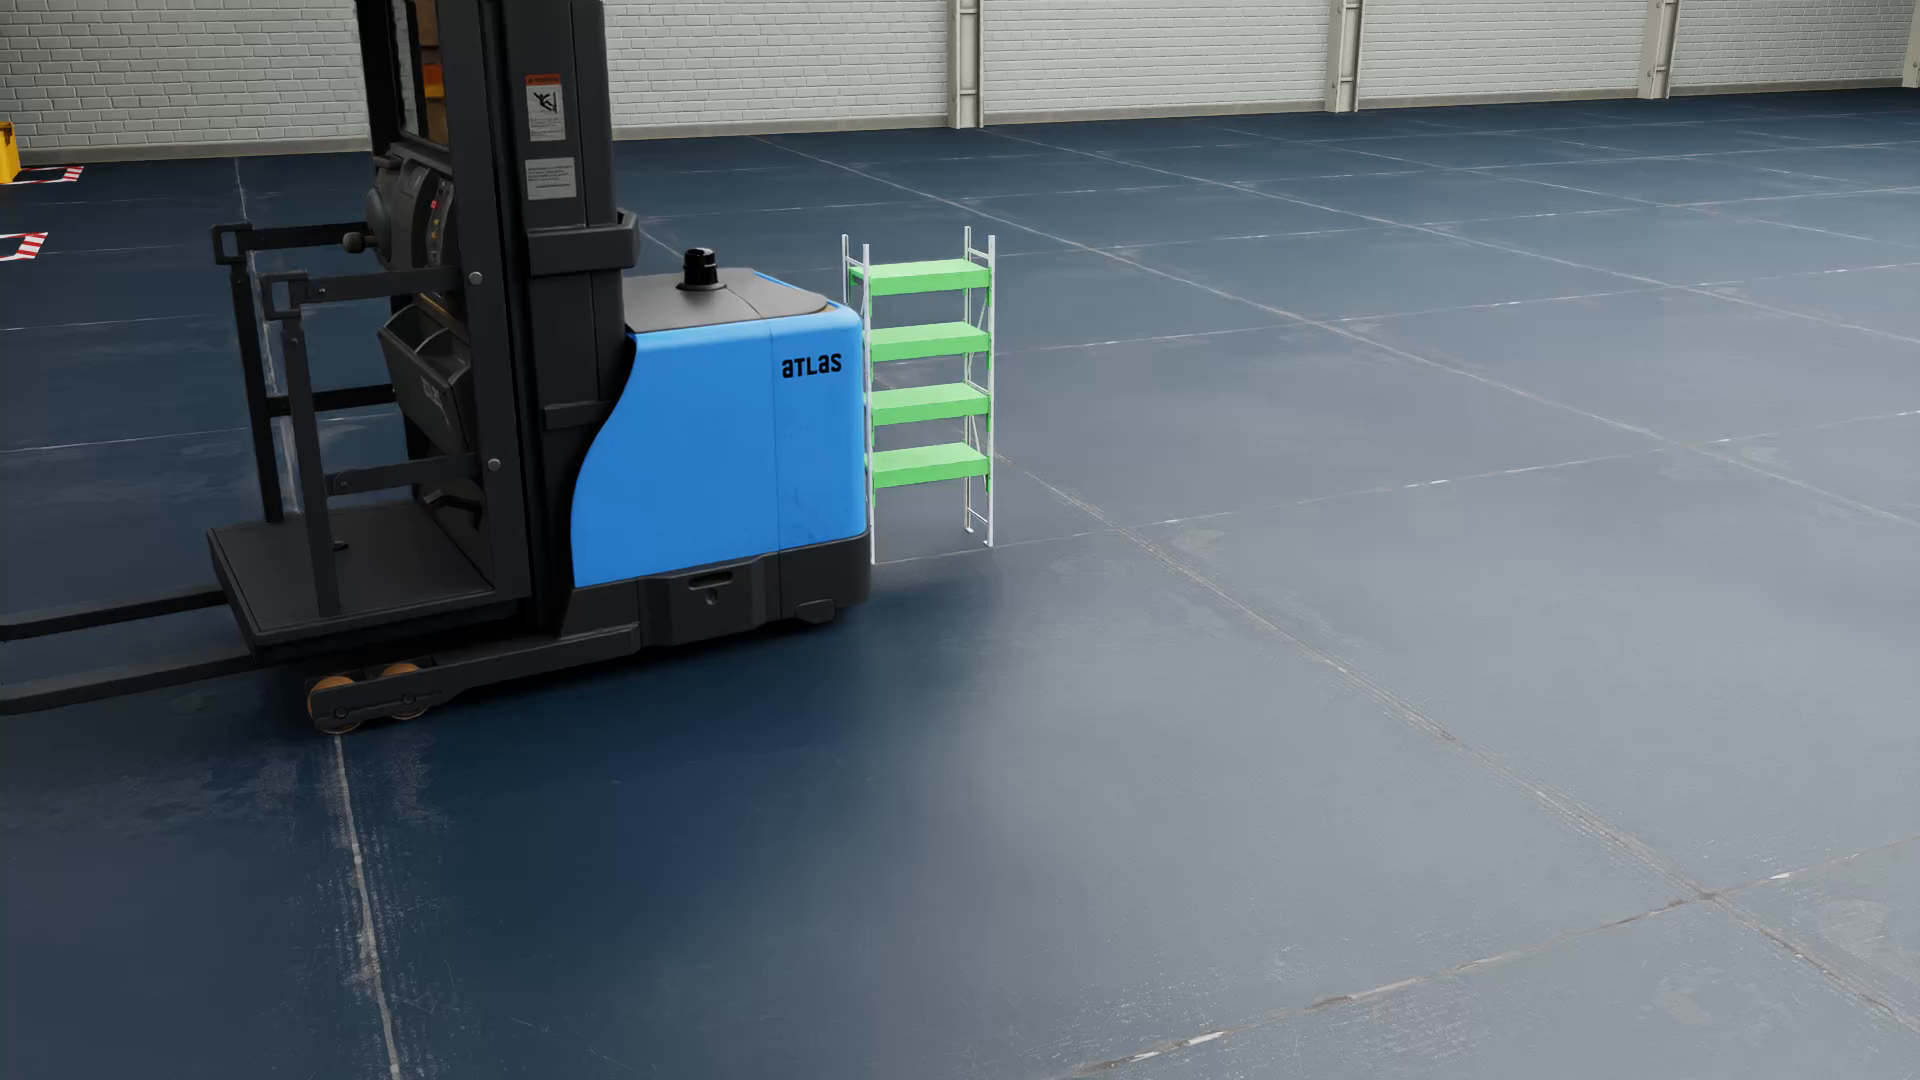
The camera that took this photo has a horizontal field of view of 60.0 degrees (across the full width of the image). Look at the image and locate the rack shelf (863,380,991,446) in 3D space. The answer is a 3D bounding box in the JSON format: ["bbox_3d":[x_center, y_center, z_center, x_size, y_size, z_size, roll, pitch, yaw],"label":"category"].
[{"bbox_3d":[-0.152,-0.484,6.282,0.480,0.148,0.258,-8,21,-22],"label":"rack shelf"}]

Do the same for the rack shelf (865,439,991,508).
[{"bbox_3d":[-0.152,-0.258,6.362,0.480,0.148,0.258,-8,21,-22],"label":"rack shelf"}]

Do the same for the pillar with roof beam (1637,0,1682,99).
[{"bbox_3d":[12.795,-10.014,21.414,0.400,9.000,9.100,-8,21,-22],"label":"pillar with roof beam"}]

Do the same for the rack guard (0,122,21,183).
[{"bbox_3d":[-9.929,-3.981,17.076,0.348,0.500,1.175,-8,21,-22],"label":"rack guard"}]

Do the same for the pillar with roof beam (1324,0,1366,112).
[{"bbox_3d":[7.286,-9.225,19.173,0.400,9.000,9.100,-8,21,-22],"label":"pillar with roof beam"}]

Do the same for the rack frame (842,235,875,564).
[{"bbox_3d":[-0.376,-0.512,6.170,0.015,1.200,0.240,-8,21,-22],"label":"rack frame"}]

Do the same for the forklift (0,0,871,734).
[{"bbox_3d":[-1.842,-1.011,4.979,3.031,2.935,1.130,-11,22,-28],"label":"forklift"}]

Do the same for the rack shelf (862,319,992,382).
[{"bbox_3d":[-0.152,-0.710,6.202,0.480,0.148,0.258,-8,21,-22],"label":"rack shelf"}]

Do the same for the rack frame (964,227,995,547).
[{"bbox_3d":[0.072,-0.576,6.352,0.015,1.200,0.240,-8,21,-22],"label":"rack frame"}]

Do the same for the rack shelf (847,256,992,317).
[{"bbox_3d":[-0.152,-0.937,6.123,0.480,0.148,0.258,-8,21,-22],"label":"rack shelf"}]

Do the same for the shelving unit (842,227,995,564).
[{"bbox_3d":[-0.152,-0.544,6.261,0.503,1.200,0.258,-8,21,-22],"label":"shelving unit"}]

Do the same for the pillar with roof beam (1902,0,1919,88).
[{"bbox_3d":[18.304,-10.804,23.656,0.400,9.000,9.100,-8,21,-22],"label":"pillar with roof beam"}]

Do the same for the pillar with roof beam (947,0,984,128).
[{"bbox_3d":[1.777,-8.436,16.931,0.400,9.000,9.100,-8,21,-22],"label":"pillar with roof beam"}]
